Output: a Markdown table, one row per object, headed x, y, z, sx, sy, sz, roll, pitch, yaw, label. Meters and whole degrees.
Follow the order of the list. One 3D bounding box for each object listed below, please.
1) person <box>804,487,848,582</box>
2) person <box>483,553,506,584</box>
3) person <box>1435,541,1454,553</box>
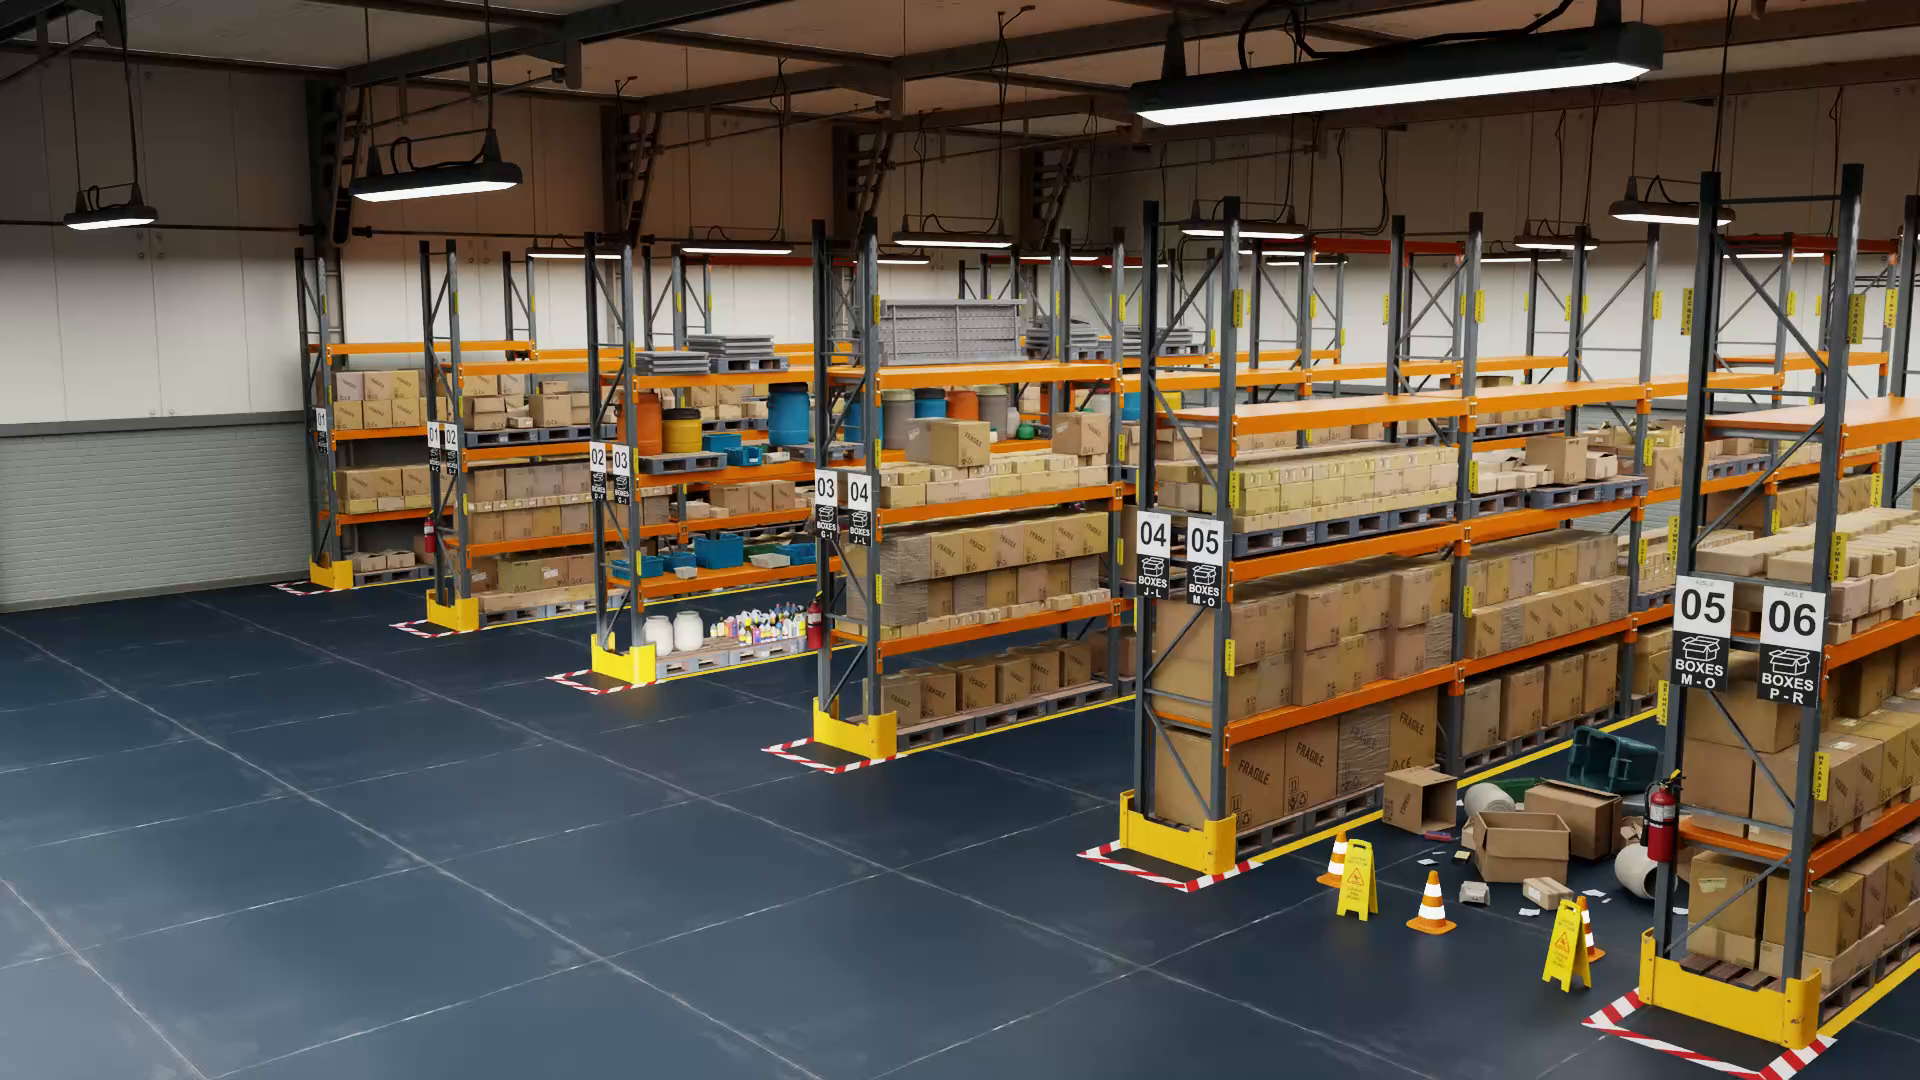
| x | y | z | sx | sy | sz | roll | pitch | yaw | label |
| --- | --- | --- | --- | --- | --- | --- | --- | --- | --- |
| -2.321 | -0.119 | 28.220 | 0.661 | 1.746 | 0.693 | -8 | 11 | -43 | person |
| -8.337 | 0.039 | 29.783 | 0.589 | 1.601 | 0.750 | 0 | 8 | -3 | person |
| 7.217 | 0.744 | 24.415 | 0.639 | 1.781 | 0.850 | 8 | 12 | 44 | person |
